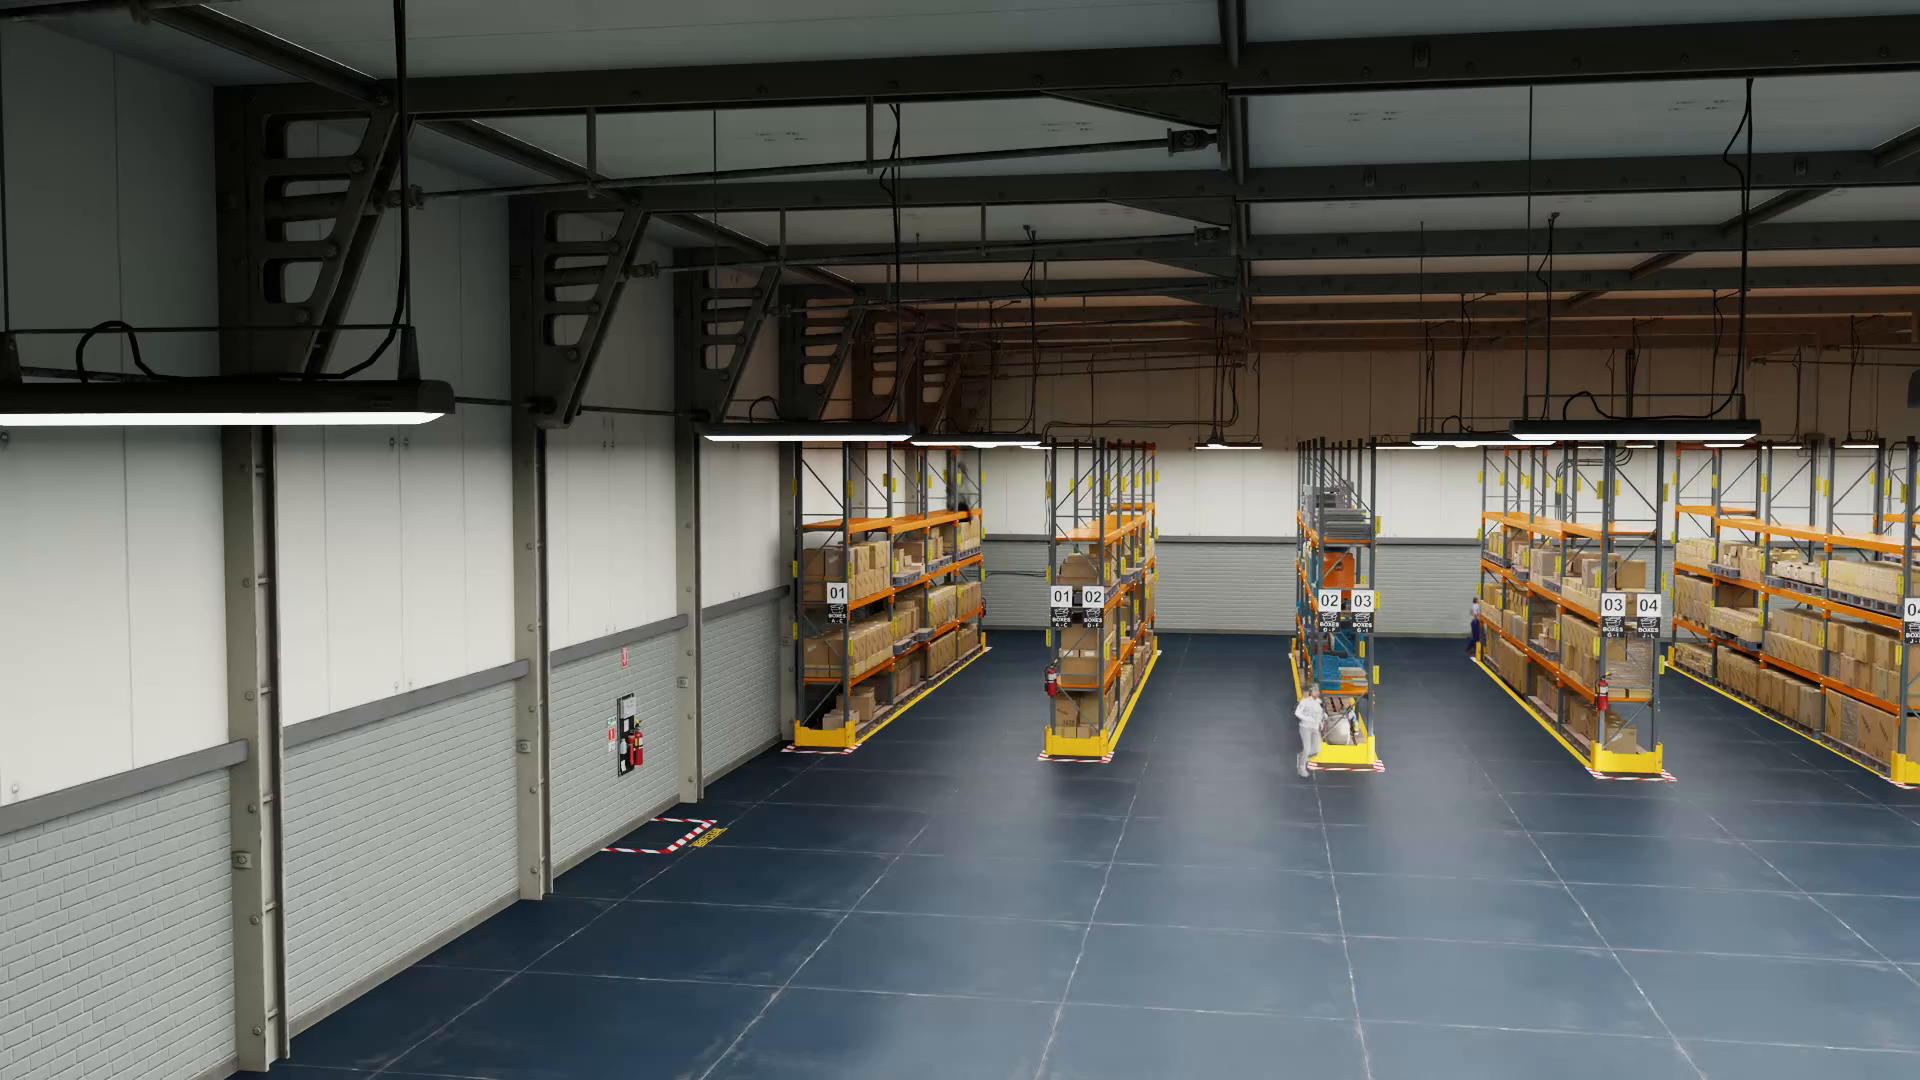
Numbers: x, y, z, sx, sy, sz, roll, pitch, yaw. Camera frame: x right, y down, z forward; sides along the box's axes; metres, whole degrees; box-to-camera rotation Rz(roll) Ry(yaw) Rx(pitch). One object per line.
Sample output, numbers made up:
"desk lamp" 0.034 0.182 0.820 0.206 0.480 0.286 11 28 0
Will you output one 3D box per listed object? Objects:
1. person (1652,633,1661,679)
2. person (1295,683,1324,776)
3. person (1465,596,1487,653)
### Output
"person" 17.321 2.695 41.723 0.591 1.638 0.576 1 3 11
"person" 6.242 3.346 29.510 0.641 1.647 0.586 -1 3 -22
"person" 14.629 2.435 46.976 0.680 1.683 0.582 1 3 25
